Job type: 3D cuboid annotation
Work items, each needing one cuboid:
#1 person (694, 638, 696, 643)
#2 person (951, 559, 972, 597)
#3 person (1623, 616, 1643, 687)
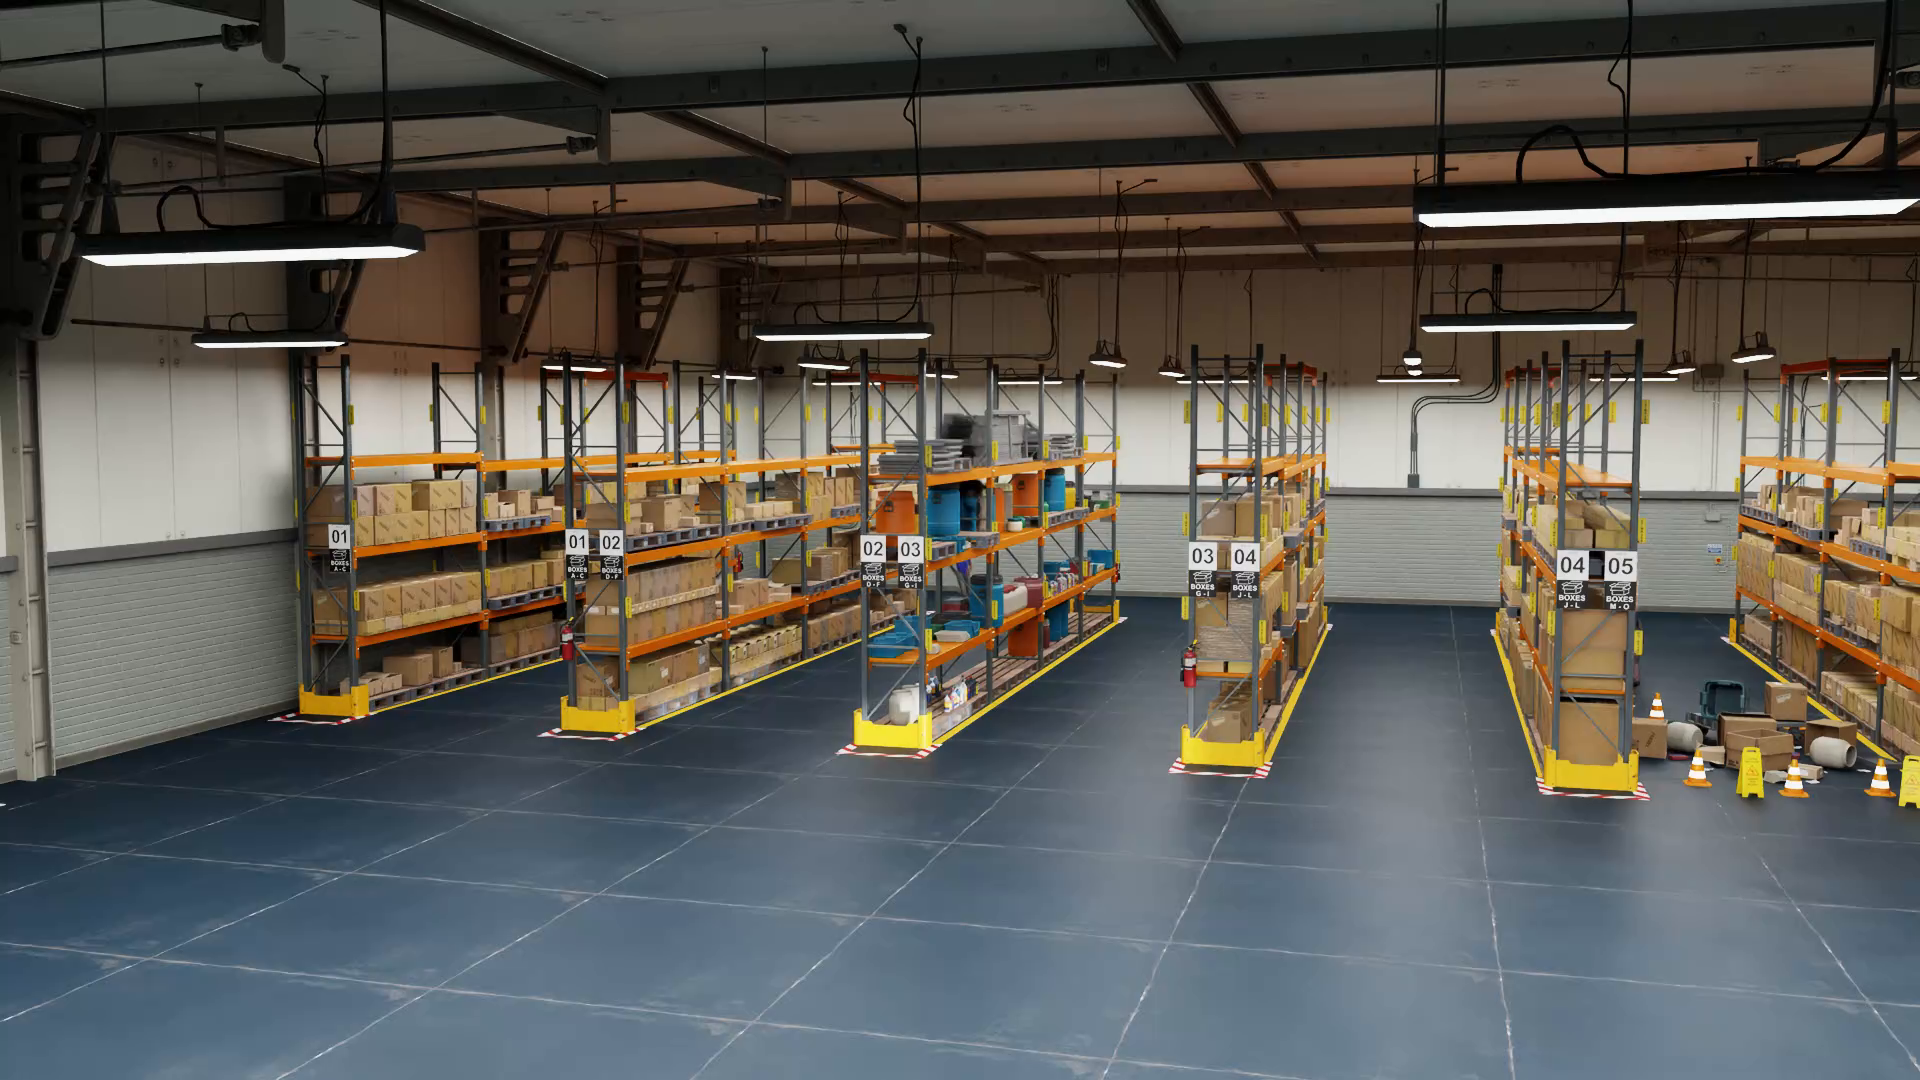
[{"bbox_3d":[-5.779,1.513,35.597,0.560,1.707,0.842,1,4,10],"label":"person"},{"bbox_3d":[0.046,0.950,43.466,0.568,1.620,0.757,-1,4,-9],"label":"person"},{"bbox_3d":[12.329,1.984,30.560,0.634,1.501,1.124,0,4,-1],"label":"person"}]
